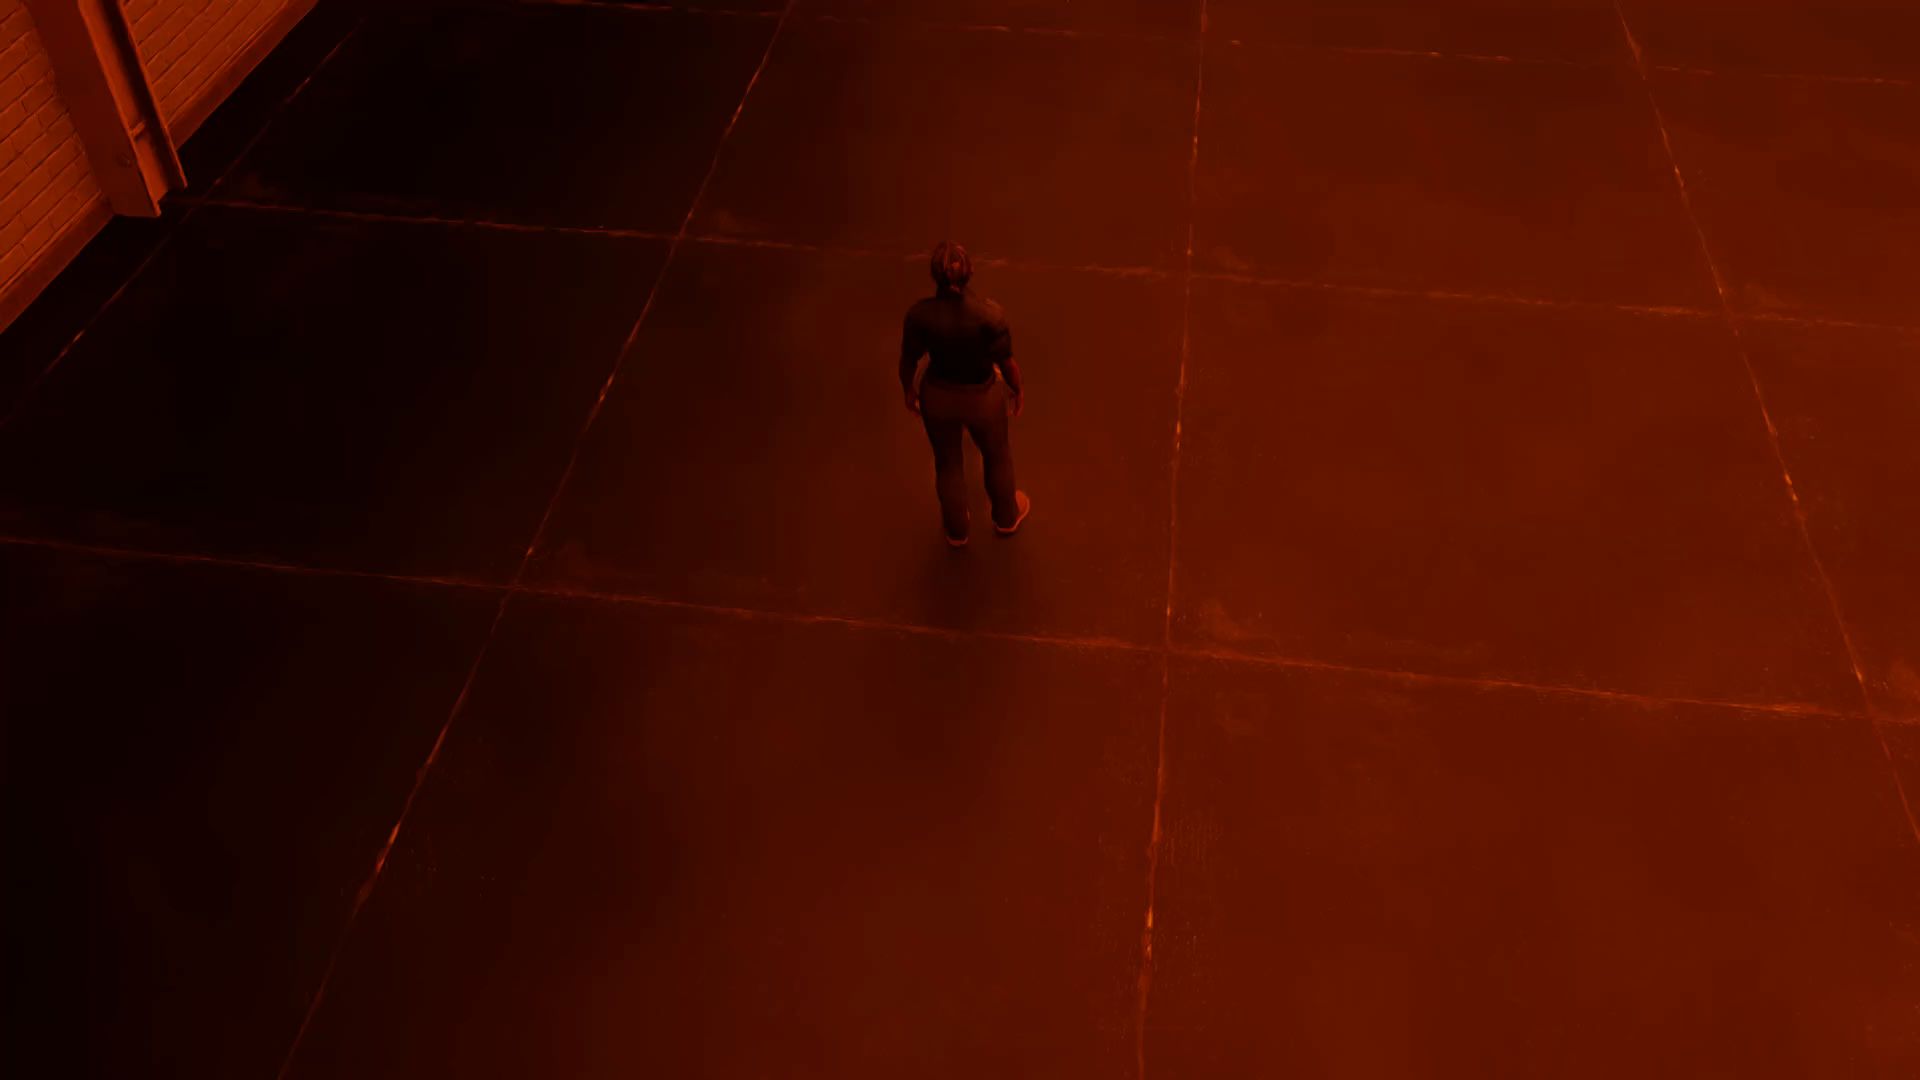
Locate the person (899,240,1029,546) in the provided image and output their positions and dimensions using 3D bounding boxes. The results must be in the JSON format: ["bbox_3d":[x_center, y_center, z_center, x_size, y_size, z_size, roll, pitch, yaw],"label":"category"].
[{"bbox_3d":[0.031,-0.672,7.388,0.570,1.654,0.503,5,43,6],"label":"person"}]
